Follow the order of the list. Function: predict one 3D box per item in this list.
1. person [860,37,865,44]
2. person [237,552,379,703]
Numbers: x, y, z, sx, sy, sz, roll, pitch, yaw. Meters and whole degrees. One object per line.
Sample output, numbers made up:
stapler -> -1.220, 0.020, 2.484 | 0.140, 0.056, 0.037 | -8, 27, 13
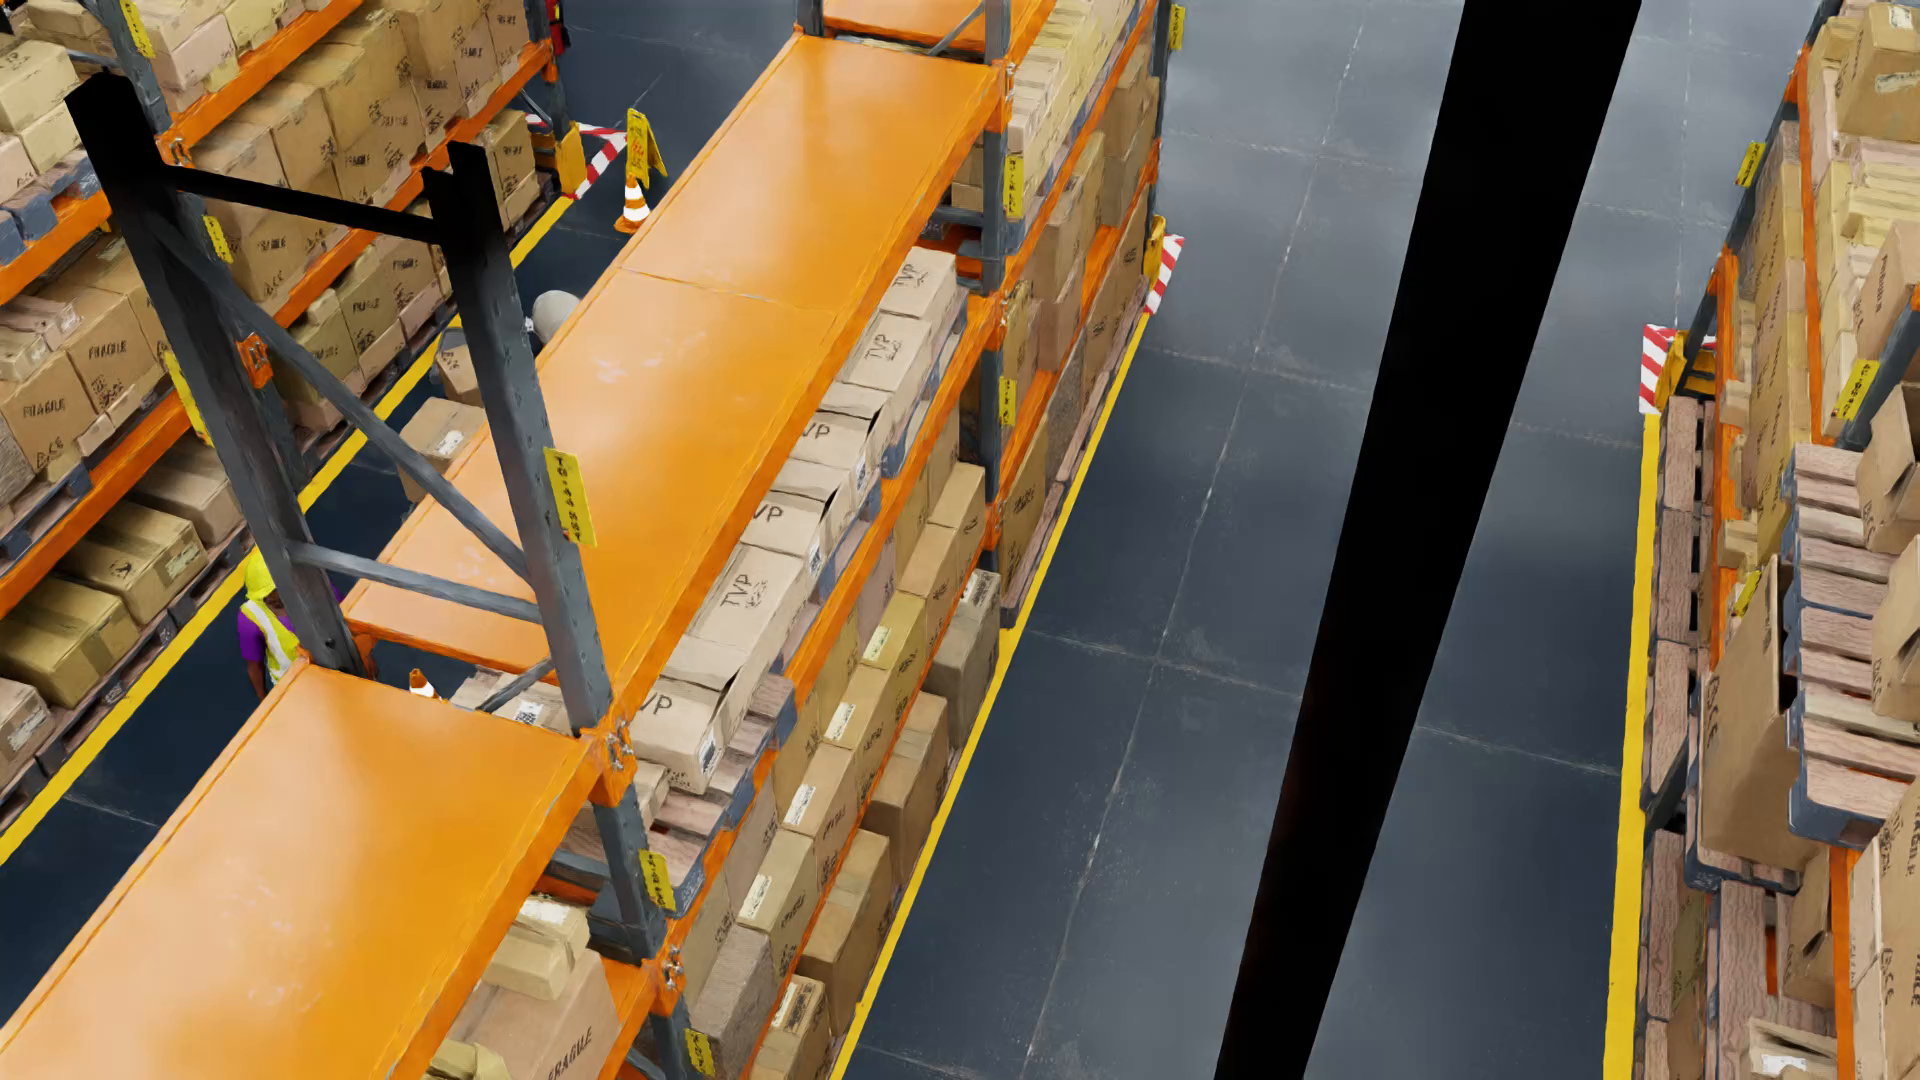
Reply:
person -> -0.825, -5.170, 15.054 | 0.636, 1.621, 0.814 | 18, 48, 16
person -> -3.535, 0.774, 9.131 | 0.673, 1.756, 0.574 | -34, 55, -29
